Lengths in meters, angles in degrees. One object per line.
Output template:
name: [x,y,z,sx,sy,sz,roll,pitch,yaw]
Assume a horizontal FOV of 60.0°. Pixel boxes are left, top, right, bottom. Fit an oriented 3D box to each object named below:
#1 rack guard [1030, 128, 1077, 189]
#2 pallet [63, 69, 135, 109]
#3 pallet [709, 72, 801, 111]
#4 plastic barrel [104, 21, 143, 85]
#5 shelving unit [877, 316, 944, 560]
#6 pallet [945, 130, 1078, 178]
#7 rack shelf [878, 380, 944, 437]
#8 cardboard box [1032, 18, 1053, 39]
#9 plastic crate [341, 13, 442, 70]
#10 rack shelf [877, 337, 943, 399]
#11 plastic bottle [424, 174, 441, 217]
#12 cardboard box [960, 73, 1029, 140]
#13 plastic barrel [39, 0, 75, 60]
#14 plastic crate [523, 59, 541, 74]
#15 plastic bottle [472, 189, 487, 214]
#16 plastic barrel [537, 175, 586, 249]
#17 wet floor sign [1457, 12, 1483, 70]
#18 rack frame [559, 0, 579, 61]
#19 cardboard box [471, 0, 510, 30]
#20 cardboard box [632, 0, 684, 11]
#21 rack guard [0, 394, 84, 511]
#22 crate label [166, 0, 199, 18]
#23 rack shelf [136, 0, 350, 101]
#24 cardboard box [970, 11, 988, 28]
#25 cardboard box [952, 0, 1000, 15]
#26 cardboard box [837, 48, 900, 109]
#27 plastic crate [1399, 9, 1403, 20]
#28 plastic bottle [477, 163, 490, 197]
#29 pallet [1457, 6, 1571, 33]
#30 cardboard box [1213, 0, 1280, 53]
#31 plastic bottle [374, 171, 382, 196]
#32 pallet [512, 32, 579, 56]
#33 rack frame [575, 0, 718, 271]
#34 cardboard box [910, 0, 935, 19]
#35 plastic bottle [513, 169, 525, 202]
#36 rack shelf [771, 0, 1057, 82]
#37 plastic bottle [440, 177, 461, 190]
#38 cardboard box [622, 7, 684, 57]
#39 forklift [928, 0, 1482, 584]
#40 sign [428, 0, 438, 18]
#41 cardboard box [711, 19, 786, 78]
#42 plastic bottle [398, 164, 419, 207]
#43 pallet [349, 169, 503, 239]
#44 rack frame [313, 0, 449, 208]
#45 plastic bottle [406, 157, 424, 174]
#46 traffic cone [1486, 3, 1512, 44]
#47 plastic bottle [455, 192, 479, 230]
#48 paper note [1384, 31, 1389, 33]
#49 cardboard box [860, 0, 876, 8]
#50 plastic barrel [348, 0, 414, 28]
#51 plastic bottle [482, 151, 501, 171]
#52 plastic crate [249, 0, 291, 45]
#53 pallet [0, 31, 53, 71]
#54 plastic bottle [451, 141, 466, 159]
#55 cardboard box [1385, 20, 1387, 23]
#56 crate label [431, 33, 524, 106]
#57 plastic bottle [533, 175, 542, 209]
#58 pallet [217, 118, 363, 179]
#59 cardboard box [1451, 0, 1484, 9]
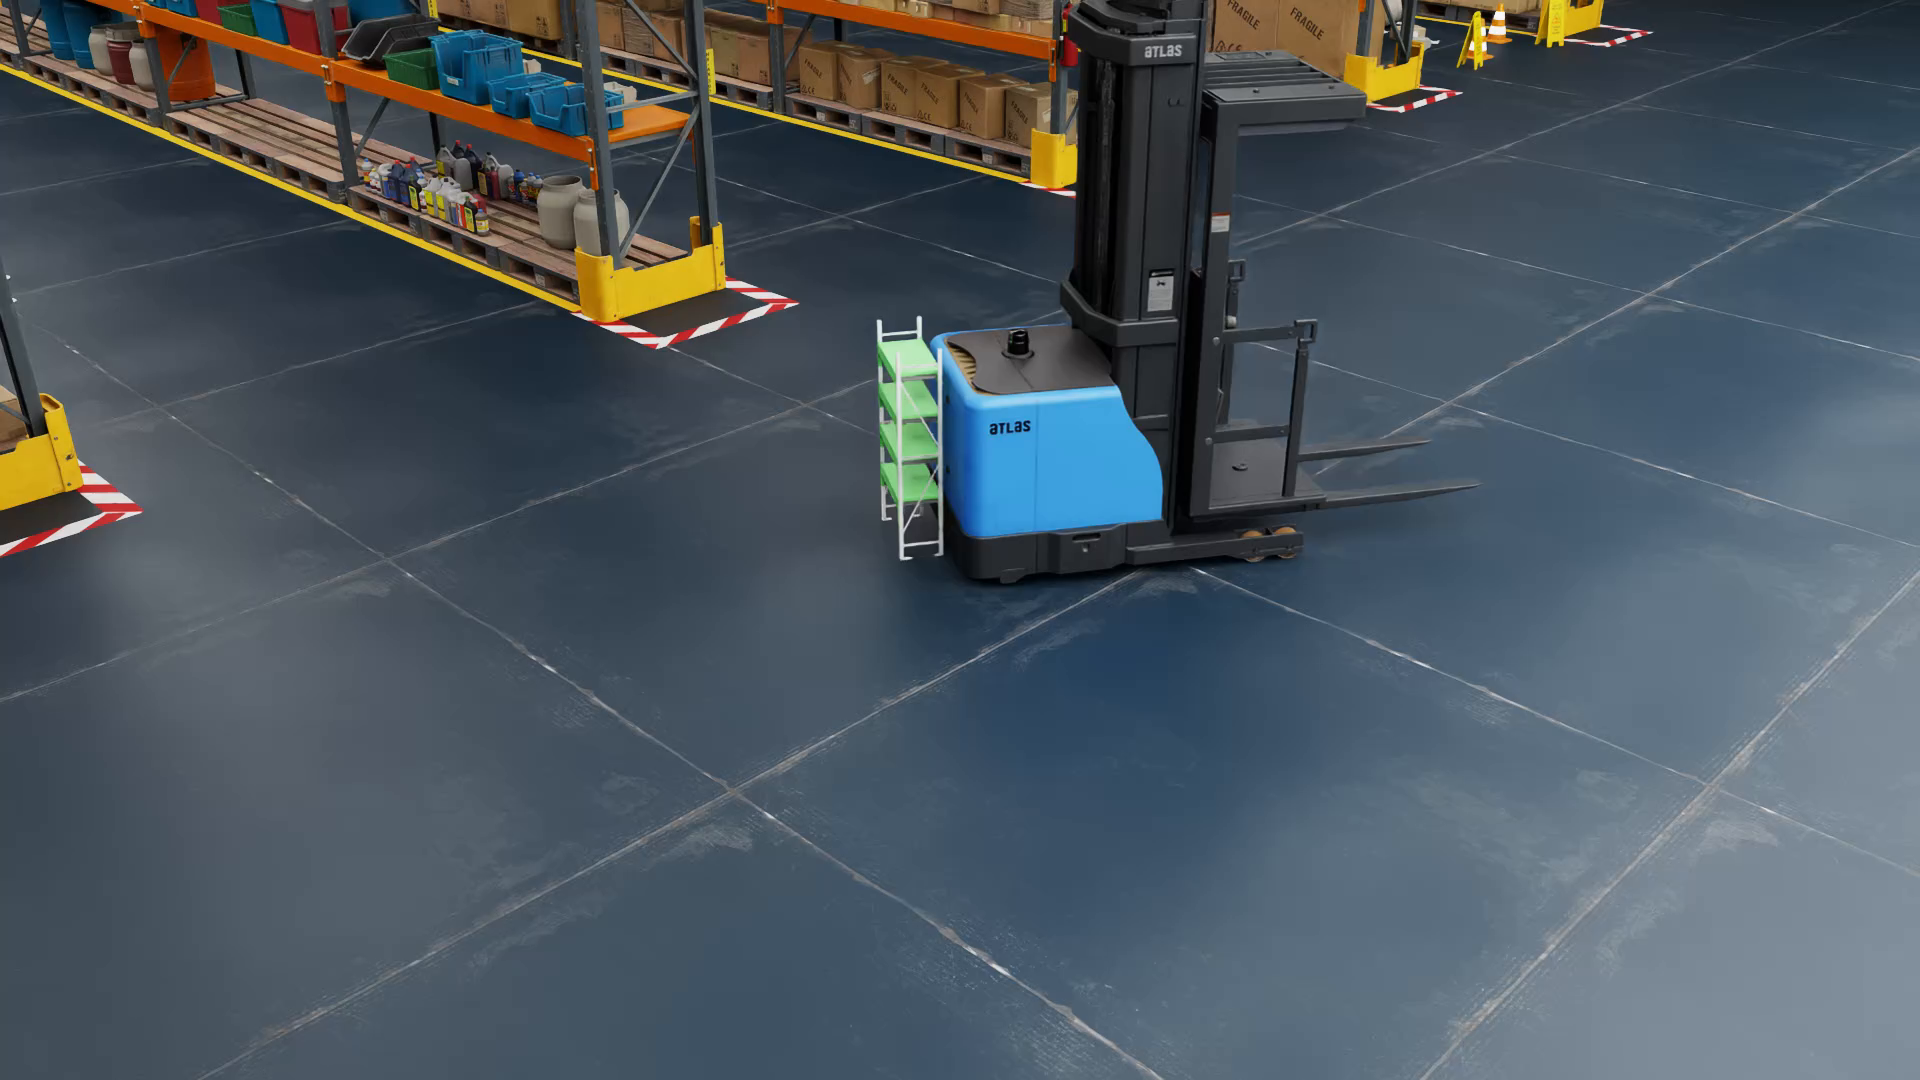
rack guard: [1.168,-3.725,15.798,0.348,0.500,1.175,25,36,38]
pallet: [-9.412,-5.181,18.876,1.213,0.211,1.003,25,36,38]
pallet: [-2.186,-5.131,18.782,1.213,0.211,1.003,25,36,38]
plastic barrel: [-9.121,-5.415,18.464,0.708,0.588,0.600,25,36,38]
shelving unit: [-0.268,-0.547,9.001,0.258,1.200,0.503,-6,28,-12]
pallet: [0.614,-3.874,16.391,1.213,0.211,1.003,25,36,38]
rack shelf: [-0.268,-0.703,8.919,0.258,0.148,0.480,-6,28,-12]
cardboard box: [0.874,-4.720,15.274,0.250,0.149,0.380,25,36,38]
plastic crate: [-4.818,-4.228,14.134,0.504,0.338,0.767,25,36,38]
rack shelf: [-0.268,-0.915,8.808,0.258,0.148,0.480,-6,28,-12]
plastic bottle: [-4.380,-2.889,13.895,0.185,0.351,0.144,24,36,38]
cardboard box: [0.338,-4.279,16.400,0.500,0.500,0.500,-15,31,-27]
plastic barrel: [-10.431,-6.153,19.532,0.708,0.901,0.600,25,36,38]
plastic crate: [-3.767,-3.906,13.739,0.437,0.136,0.530,25,36,38]
plastic bottle: [-3.953,-2.736,13.677,0.133,0.283,0.061,25,36,38]
plastic barrel: [-3.131,-2.601,13.195,0.421,0.512,0.421,0,28,0]
wet floor sign: [6.180,-6.026,20.016,0.232,0.644,0.267,18,33,30]
rack frame: [-4.482,-7.417,20.133,0.127,3.000,1.000,25,36,38]
cardboard box: [-5.590,-7.188,21.529,0.875,0.875,1.225,25,36,39]
cardboard box: [-3.598,-6.459,19.718,0.500,0.250,0.500,-21,34,-34]
rack guard: [-5.709,-0.406,9.486,0.348,0.500,1.175,25,36,38]
crate label: [-7.436,-5.375,16.212,0.616,0.435,0.502,25,36,38]
rack shelf: [-6.529,-4.803,15.934,4.000,0.370,1.077,25,36,38]
cardboard box: [0.315,-4.953,15.717,0.250,0.149,0.380,25,36,38]
cardboard box: [0.409,-5.295,15.670,0.500,0.500,0.875,25,36,38]
cardboard box: [-0.959,-4.863,17.511,0.500,0.500,0.500,-13,31,-24]
plastic crate: [5.862,-7.324,23.093,0.583,0.080,0.402,12,30,22]
plastic bottle: [-4.128,-3.136,14.437,0.133,0.283,0.061,25,36,38]
pallet: [7.561,-7.163,22.646,1.213,0.211,1.003,25,36,38]
cardboard box: [3.613,-6.151,19.557,0.875,0.875,0.875,24,36,38]
plastic bottle: [-5.038,-3.109,14.473,0.097,0.201,0.097,0,28,0]
pallet: [-4.992,-6.465,21.319,1.213,0.211,1.003,25,36,38]
rack frame: [-2.250,-3.163,12.043,0.127,3.000,1.000,25,36,38]
cardboard box: [-0.269,-5.175,16.138,0.250,0.149,0.380,25,36,38]
plastic bottle: [-3.785,-3.056,14.298,0.097,0.271,0.097,0,28,0]
rack shelf: [-0.204,-5.141,16.577,4.000,0.370,1.077,25,36,38]
plastic bottle: [-4.294,-2.914,14.022,0.135,0.276,0.152,25,36,38]
cardboard box: [-3.586,-6.117,19.873,0.500,0.500,0.700,21,34,34]
forklift: [1.393,-1.411,8.784,3.031,2.935,1.130,-6,28,-11]
sign: [-4.709,-4.770,14.801,0.005,0.325,0.100,25,36,38]
cardboard box: [-2.380,-5.570,18.833,0.500,0.500,0.700,24,36,38]
plastic bottle: [-4.683,-3.028,14.159,0.185,0.351,0.144,23,35,36]
pallet: [-4.653,-3.001,14.731,1.213,0.211,1.003,25,36,38]
rack frame: [-5.103,-4.468,14.525,0.127,3.000,1.000,25,36,38]
plastic bottle: [-4.717,-3.137,14.367,0.185,0.351,0.144,25,36,38]
traffic cone: [6.959,-6.685,21.467,0.334,0.463,0.336,25,36,38]
plastic bottle: [-4.028,-2.698,13.611,0.135,0.276,0.152,25,37,39]
paper note: [5.600,-6.751,22.069,0.148,0.019,0.142,-13,30,-22]
cardboard box: [-0.779,-5.431,16.626,0.250,0.149,0.380,25,36,38]
plastic barrel: [-5.166,-4.917,14.839,0.708,0.901,0.600,25,36,38]
plastic bottle: [-4.074,-3.208,14.502,0.185,0.351,0.144,24,36,38]
plastic crate: [-6.107,-4.718,15.017,0.575,0.384,0.392,25,36,38]
pallet: [-11.359,-6.072,20.570,1.213,0.211,1.003,25,36,38]
plastic bottle: [-4.441,-3.376,14.821,0.185,0.351,0.144,23,36,37]
cardboard box: [5.143,-6.724,21.497,0.637,0.503,0.797,2,28,4]
crate label: [-3.752,-3.690,13.006,0.616,0.435,0.502,25,36,38]
plastic bottle: [-3.569,-2.957,14.110,0.097,0.271,0.097,0,28,0]
pallet: [-6.564,-3.876,16.394,1.213,0.211,1.003,25,36,38]
cardboard box: [7.041,-7.411,22.624,0.500,0.250,0.500,25,37,39]
